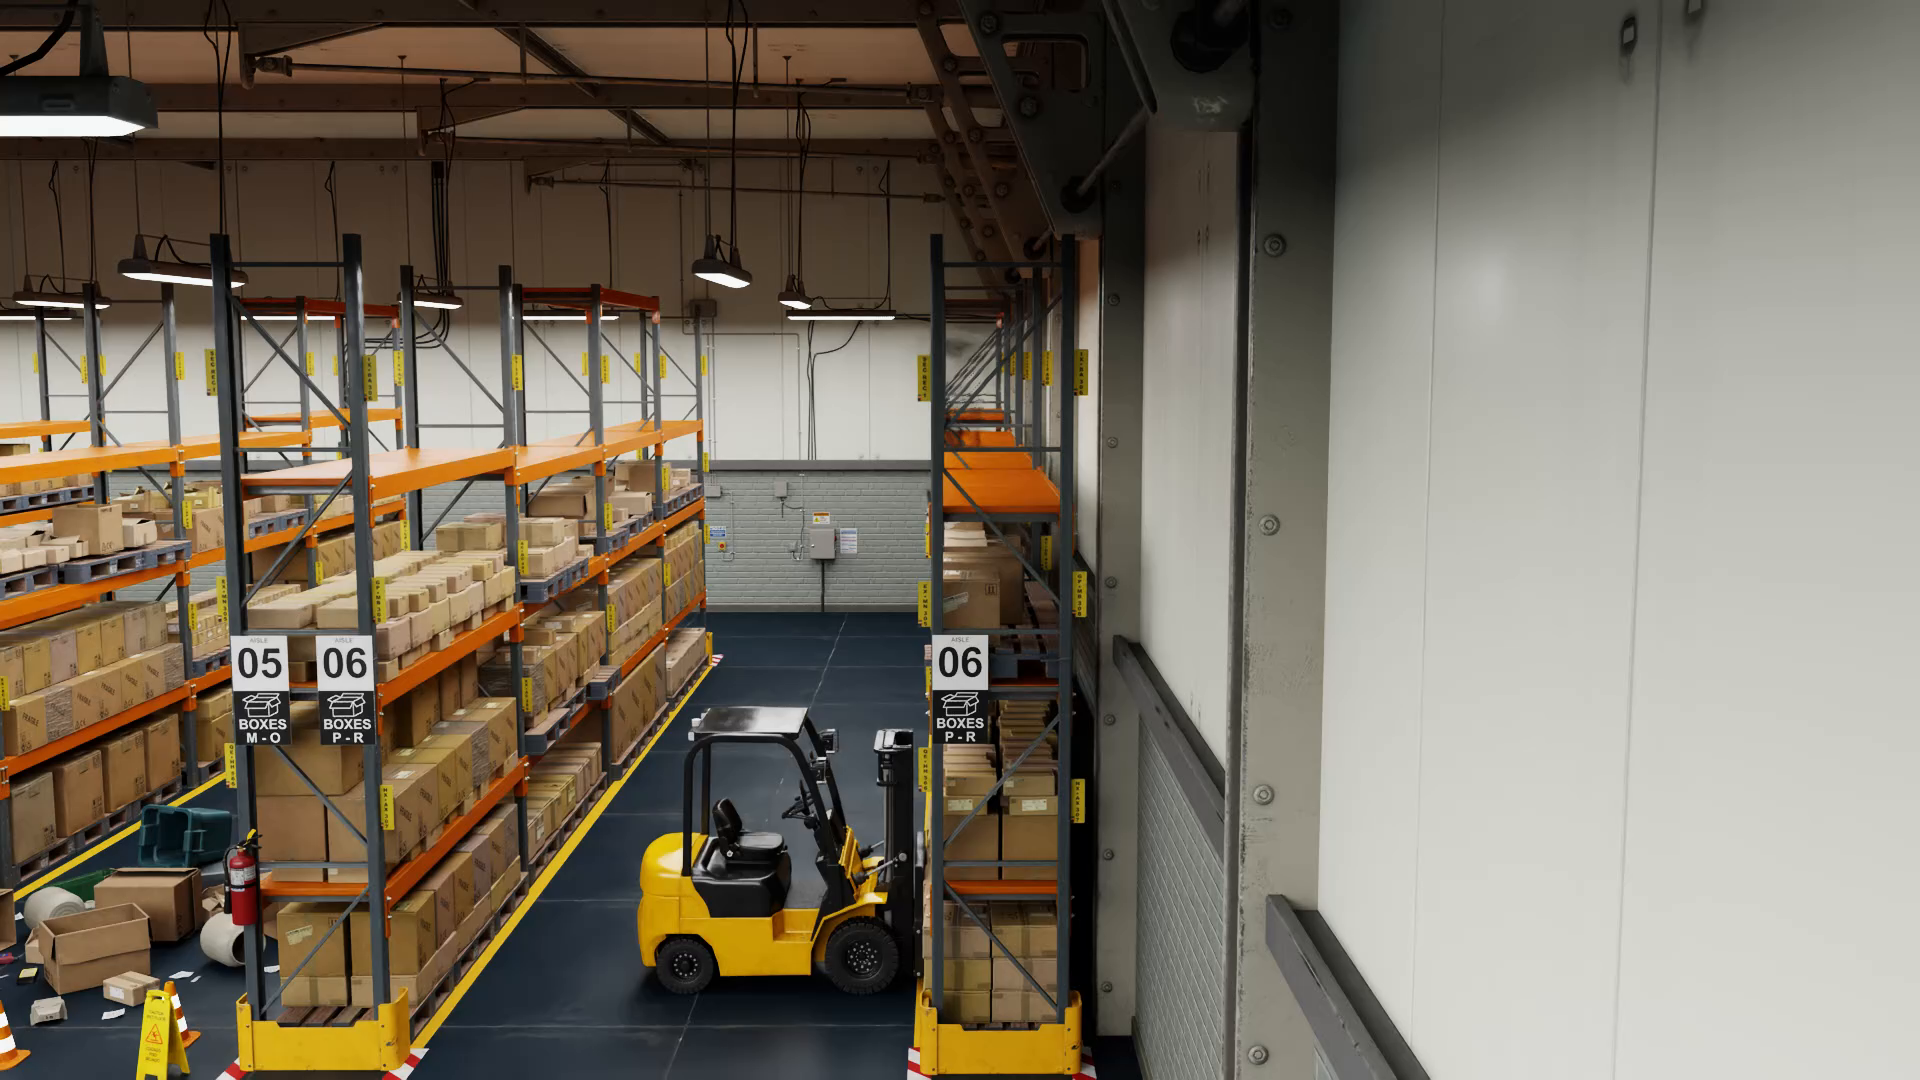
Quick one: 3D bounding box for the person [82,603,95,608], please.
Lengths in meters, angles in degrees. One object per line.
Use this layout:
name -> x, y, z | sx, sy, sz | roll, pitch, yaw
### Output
person -> -12.322, 1.719, 23.818 | 0.616, 1.703, 0.734 | -1, 6, -6
